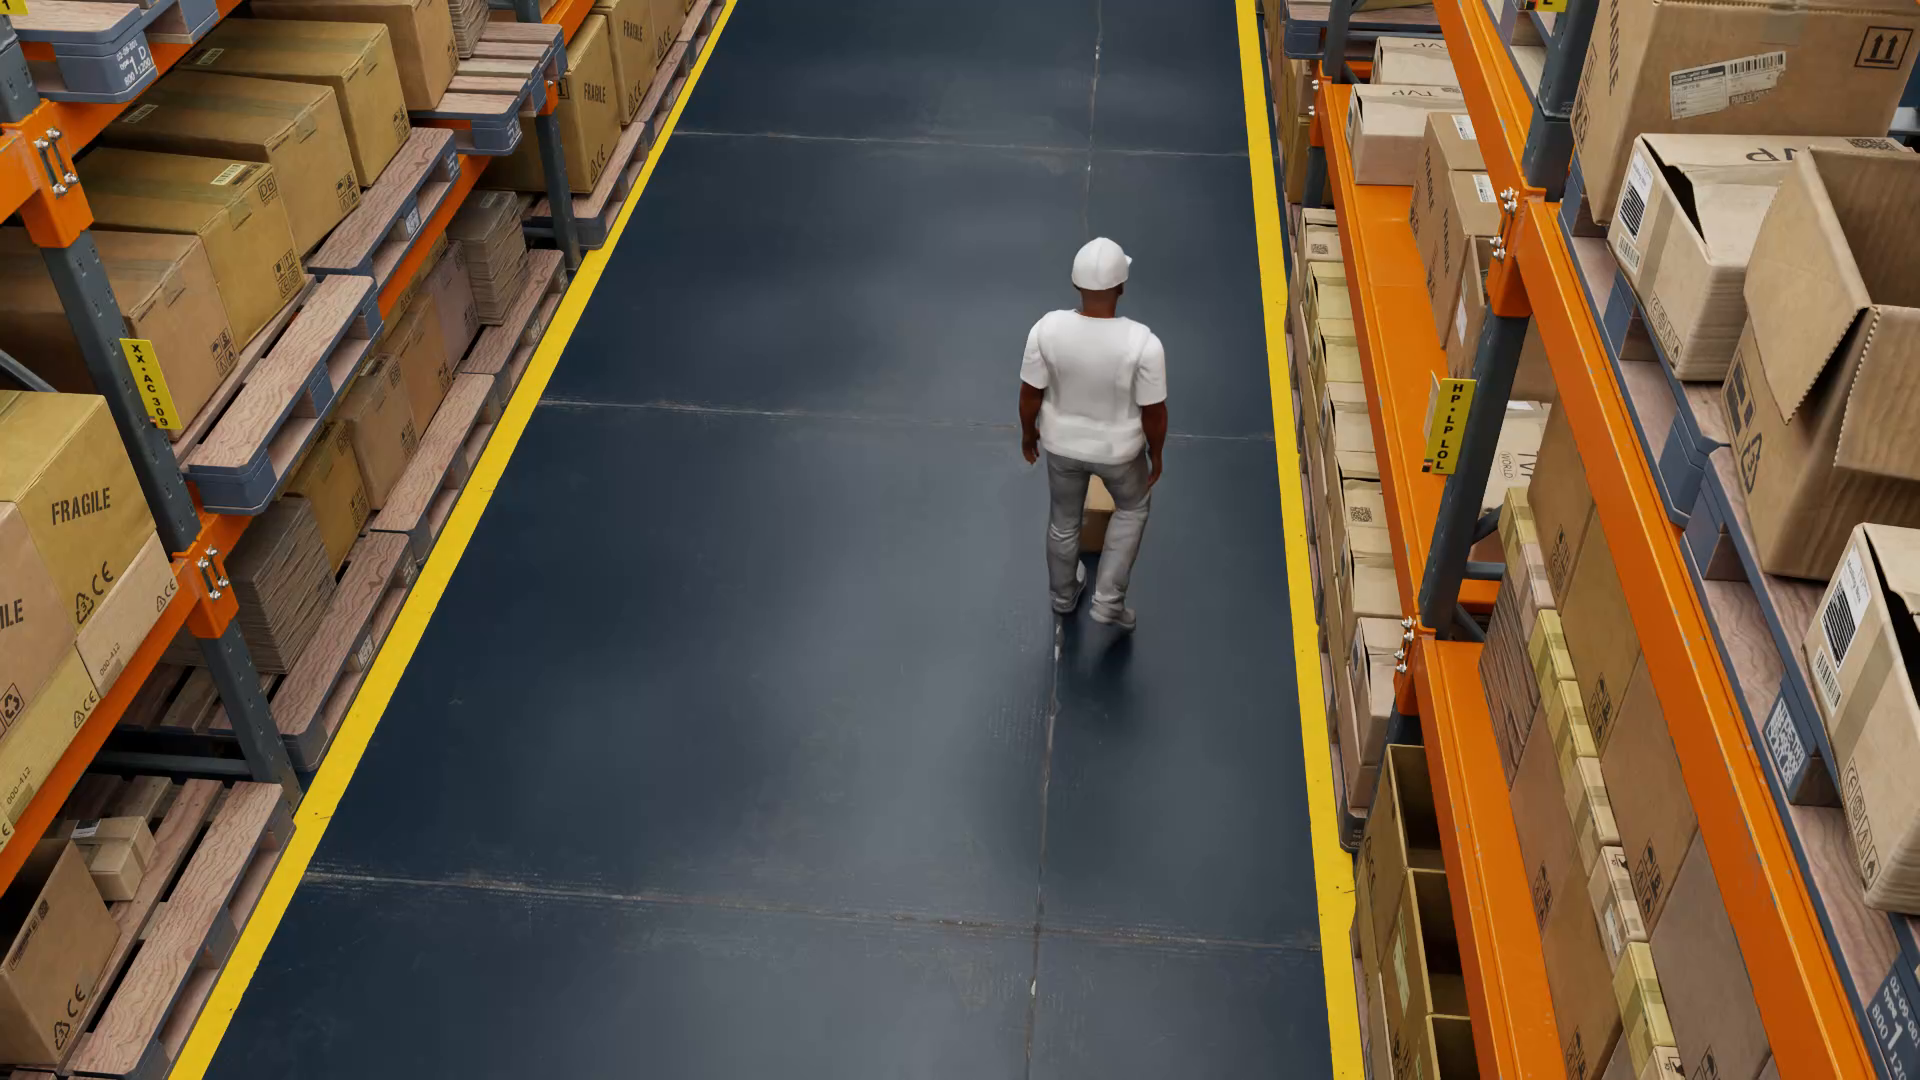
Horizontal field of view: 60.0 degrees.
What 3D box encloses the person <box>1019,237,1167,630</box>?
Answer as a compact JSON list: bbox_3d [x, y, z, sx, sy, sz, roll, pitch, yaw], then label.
[{"bbox_3d":[0.520,-0.381,6.570,0.583,1.766,0.500,10,41,12],"label":"person"}]
